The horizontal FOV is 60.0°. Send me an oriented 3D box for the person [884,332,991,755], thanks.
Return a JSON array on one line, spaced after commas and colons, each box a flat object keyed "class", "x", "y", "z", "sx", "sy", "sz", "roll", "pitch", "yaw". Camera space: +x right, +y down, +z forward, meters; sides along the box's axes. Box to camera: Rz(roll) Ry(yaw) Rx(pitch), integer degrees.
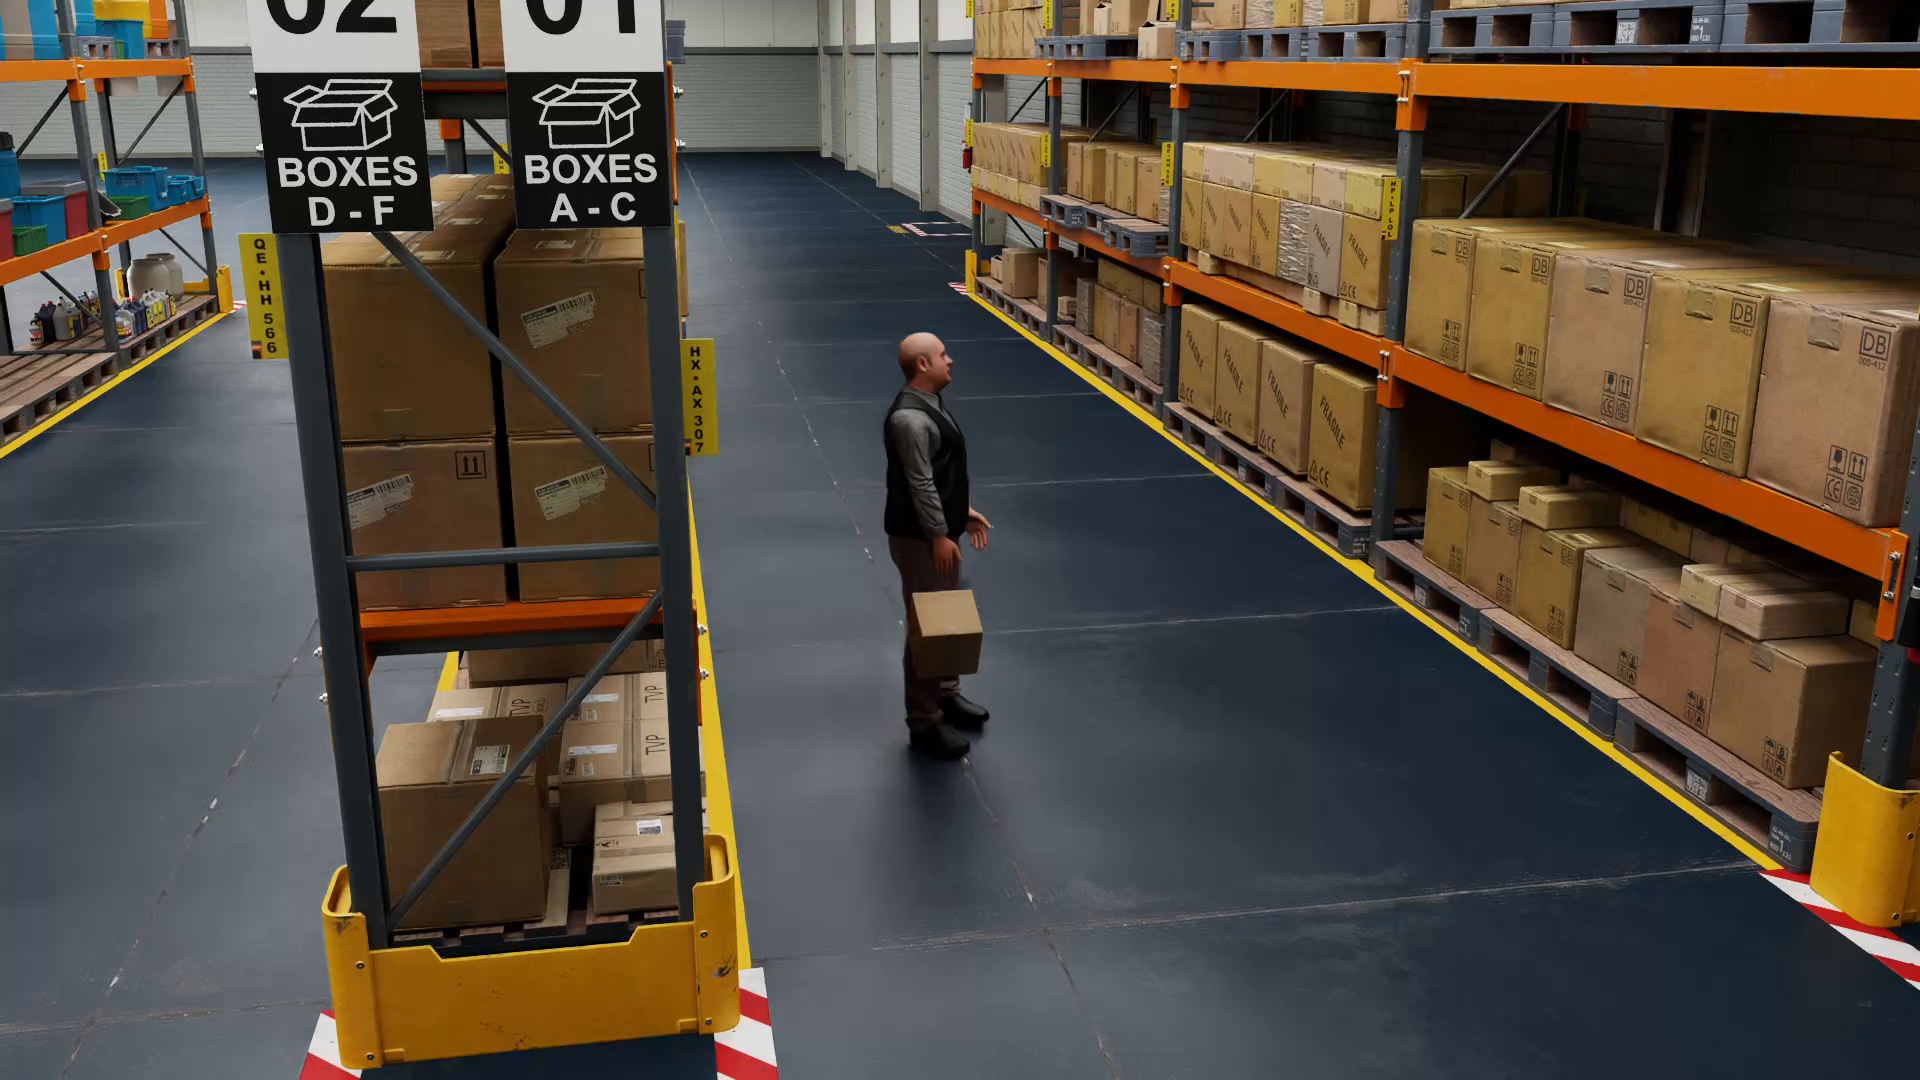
[{"class": "person", "x": -0.100, "y": -0.004, "z": 7.023, "sx": 0.444, "sy": 1.733, "sz": 0.582, "roll": 2, "pitch": 16, "yaw": 6}]
